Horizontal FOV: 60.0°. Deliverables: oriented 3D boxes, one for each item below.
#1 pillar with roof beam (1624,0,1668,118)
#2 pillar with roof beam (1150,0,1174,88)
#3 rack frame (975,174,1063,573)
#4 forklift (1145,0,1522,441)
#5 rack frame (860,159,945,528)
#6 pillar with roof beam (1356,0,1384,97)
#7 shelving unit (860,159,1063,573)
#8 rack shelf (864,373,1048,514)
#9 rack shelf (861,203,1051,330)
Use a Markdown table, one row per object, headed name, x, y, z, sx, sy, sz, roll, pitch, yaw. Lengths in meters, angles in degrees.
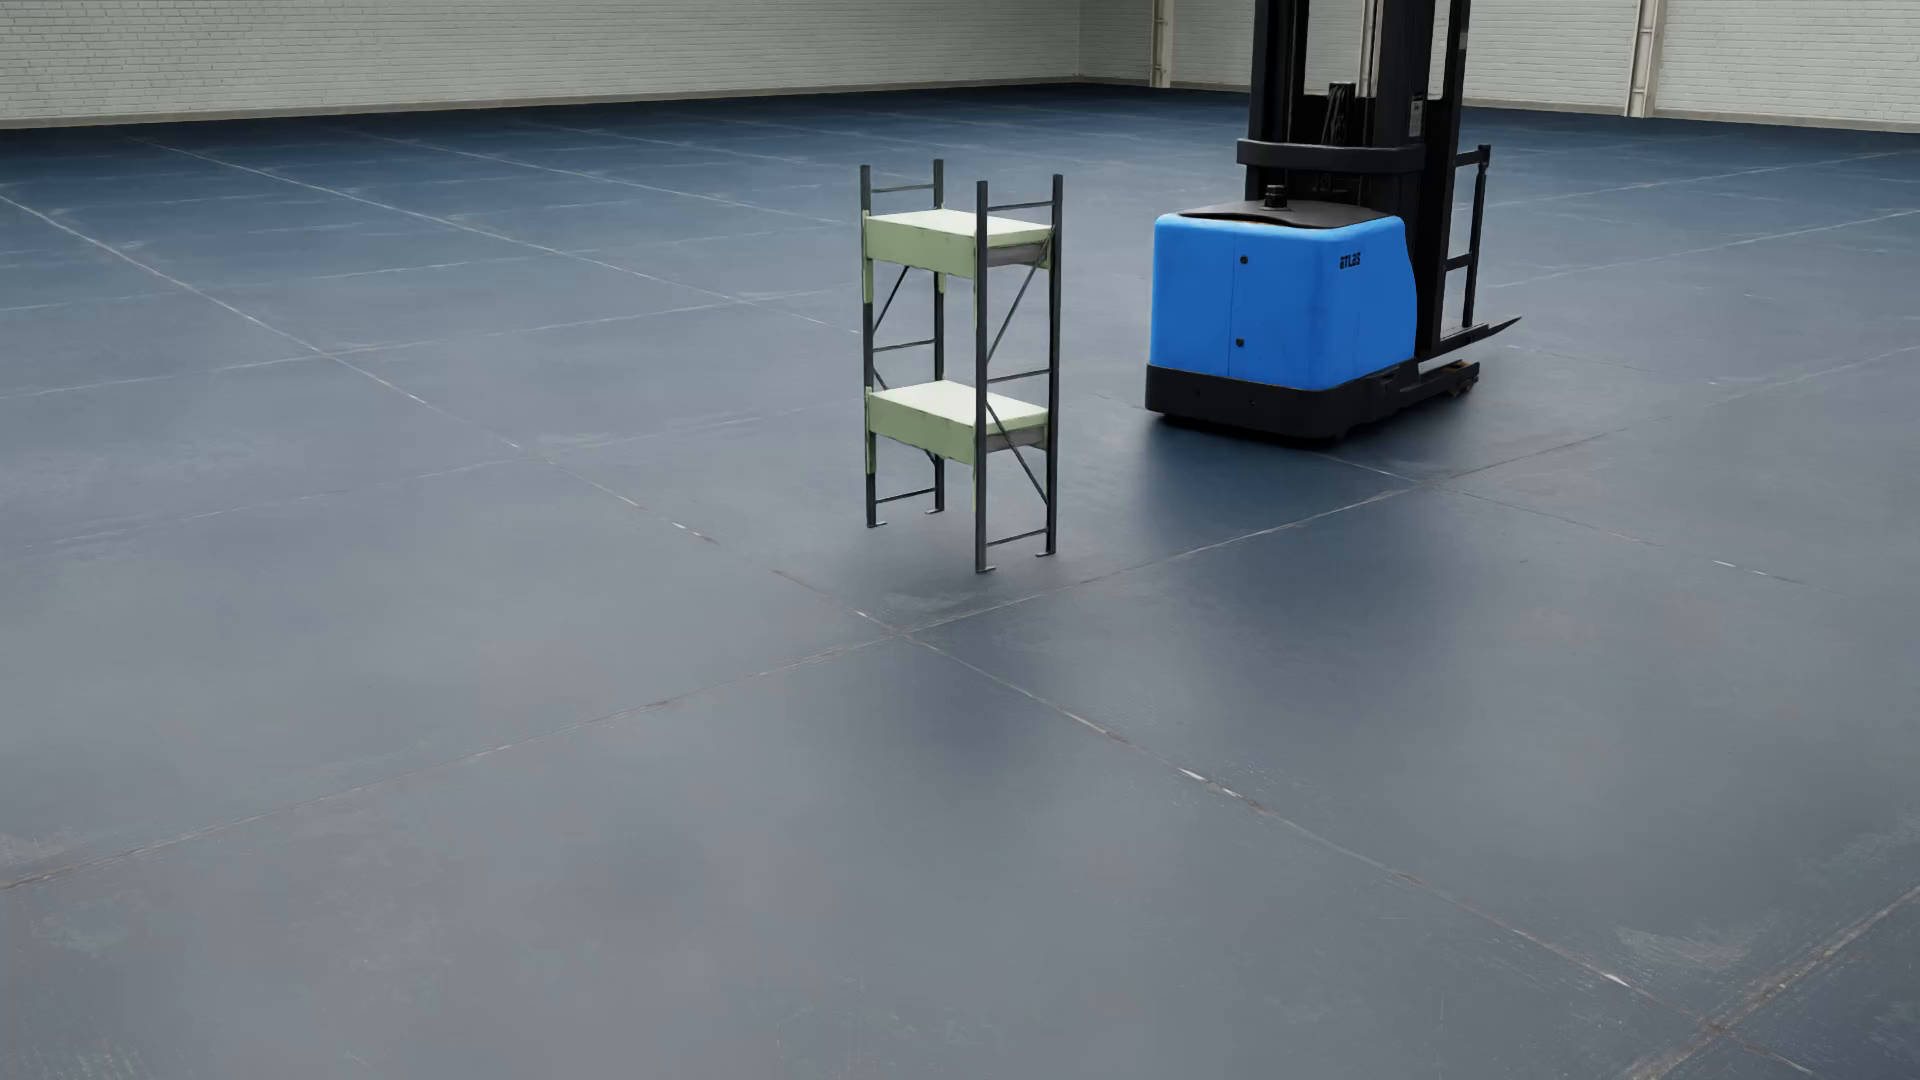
| name | x | y | z | sx | sy | sz | roll | pitch | yaw |
| --- | --- | --- | --- | --- | --- | --- | --- | --- | --- |
| pillar with roof beam | 8.716 | -10.973 | 25.686 | 9.100 | 9.000 | 0.400 | -14 | 23 | -36 |
| pillar with roof beam | 1.266 | -13.930 | 34.616 | 9.100 | 9.000 | 0.400 | -14 | 23 | -36 |
| rack frame | 0.223 | -0.623 | 6.359 | 0.400 | 1.500 | 0.023 | -14 | 23 | -36 |
| forklift | 2.291 | -2.277 | 9.075 | 1.130 | 2.935 | 3.031 | 14 | 23 | 37 |
| rack frame | -0.231 | -0.804 | 6.904 | 0.400 | 1.500 | 0.023 | -14 | 23 | -36 |
| pillar with roof beam | 4.991 | -12.452 | 30.151 | 9.100 | 9.000 | 0.400 | -14 | 23 | -36 |
| shelving unit | -0.004 | -0.714 | 6.632 | 0.431 | 1.500 | 0.755 | -14 | 23 | -36 |
| rack shelf | -0.004 | -0.404 | 6.734 | 0.431 | 0.370 | 0.720 | -14 | 23 | -36 |
| rack shelf | -0.004 | -1.084 | 6.509 | 0.431 | 0.370 | 0.720 | -14 | 23 | -36 |
